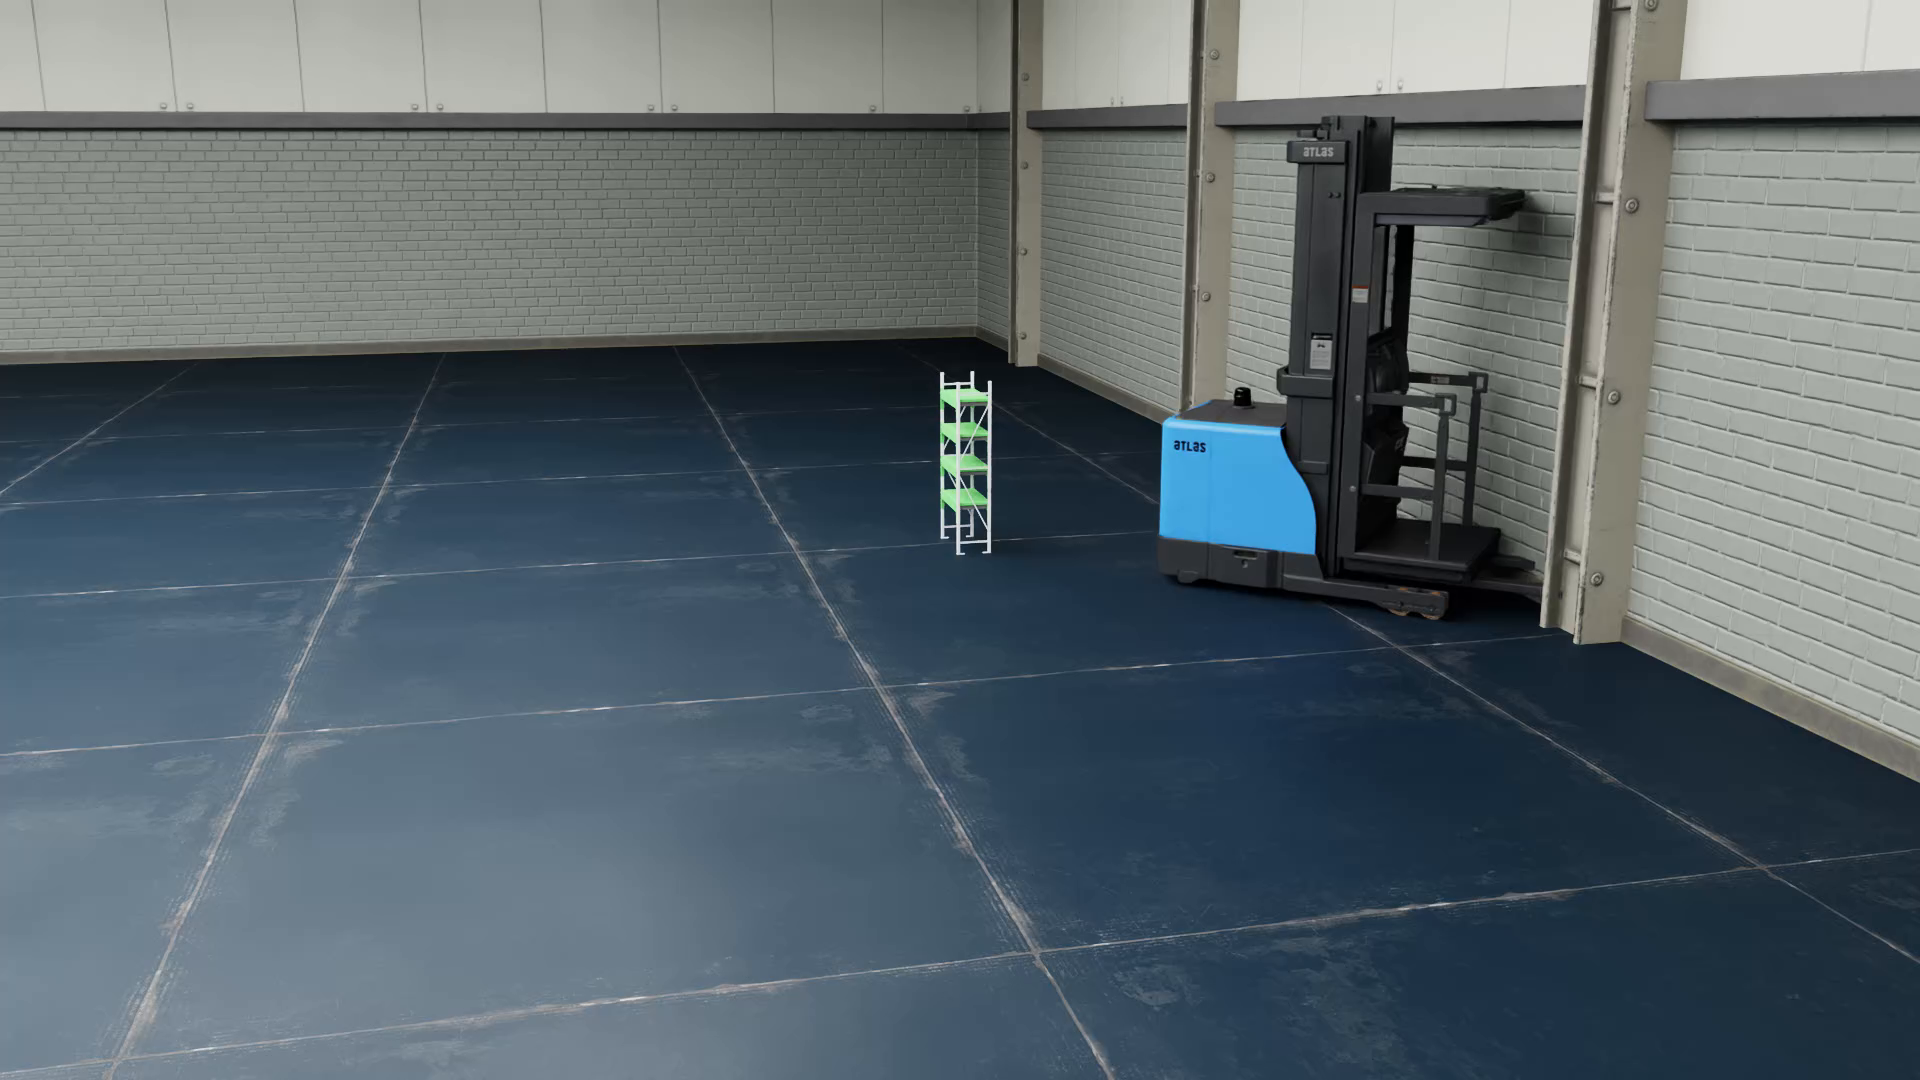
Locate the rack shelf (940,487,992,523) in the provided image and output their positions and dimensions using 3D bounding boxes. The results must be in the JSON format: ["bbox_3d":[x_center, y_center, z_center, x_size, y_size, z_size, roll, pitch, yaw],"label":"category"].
[{"bbox_3d":[0.039,-0.249,11.700,0.258,0.148,0.480,-3,14,-13],"label":"rack shelf"}]

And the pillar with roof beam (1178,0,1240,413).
[{"bbox_3d":[-1.965,-4.973,13.322,9.100,9.000,0.400,-3,14,-13],"label":"pillar with roof beam"}]

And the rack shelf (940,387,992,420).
[{"bbox_3d":[0.039,-0.949,11.530,0.258,0.148,0.480,-3,14,-13],"label":"rack shelf"}]

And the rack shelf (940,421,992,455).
[{"bbox_3d":[0.039,-0.716,11.587,0.258,0.148,0.480,-3,14,-13],"label":"rack shelf"}]

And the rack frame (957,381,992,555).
[{"bbox_3d":[0.096,-0.488,11.398,0.240,1.200,0.015,-3,14,-13],"label":"rack frame"}]

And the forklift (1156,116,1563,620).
[{"bbox_3d":[2.823,-1.089,10.210,3.031,2.935,1.130,7,15,27],"label":"forklift"}]

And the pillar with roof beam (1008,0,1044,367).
[{"bbox_3d":[-3.374,-6.357,18.987,9.100,9.000,0.400,-3,14,-13],"label":"pillar with roof beam"}]

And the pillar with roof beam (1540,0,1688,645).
[{"bbox_3d":[-0.556,-3.589,7.656,9.100,9.000,0.400,-3,14,-13],"label":"pillar with roof beam"}]

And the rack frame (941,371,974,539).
[{"bbox_3d":[-0.018,-0.601,11.859,0.240,1.200,0.015,-3,14,-13],"label":"rack frame"}]

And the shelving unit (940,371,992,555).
[{"bbox_3d":[0.039,-0.545,11.628,0.258,1.200,0.503,-3,14,-13],"label":"shelving unit"}]

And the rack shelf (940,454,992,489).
[{"bbox_3d":[0.039,-0.483,11.644,0.258,0.148,0.480,-3,14,-13],"label":"rack shelf"}]
